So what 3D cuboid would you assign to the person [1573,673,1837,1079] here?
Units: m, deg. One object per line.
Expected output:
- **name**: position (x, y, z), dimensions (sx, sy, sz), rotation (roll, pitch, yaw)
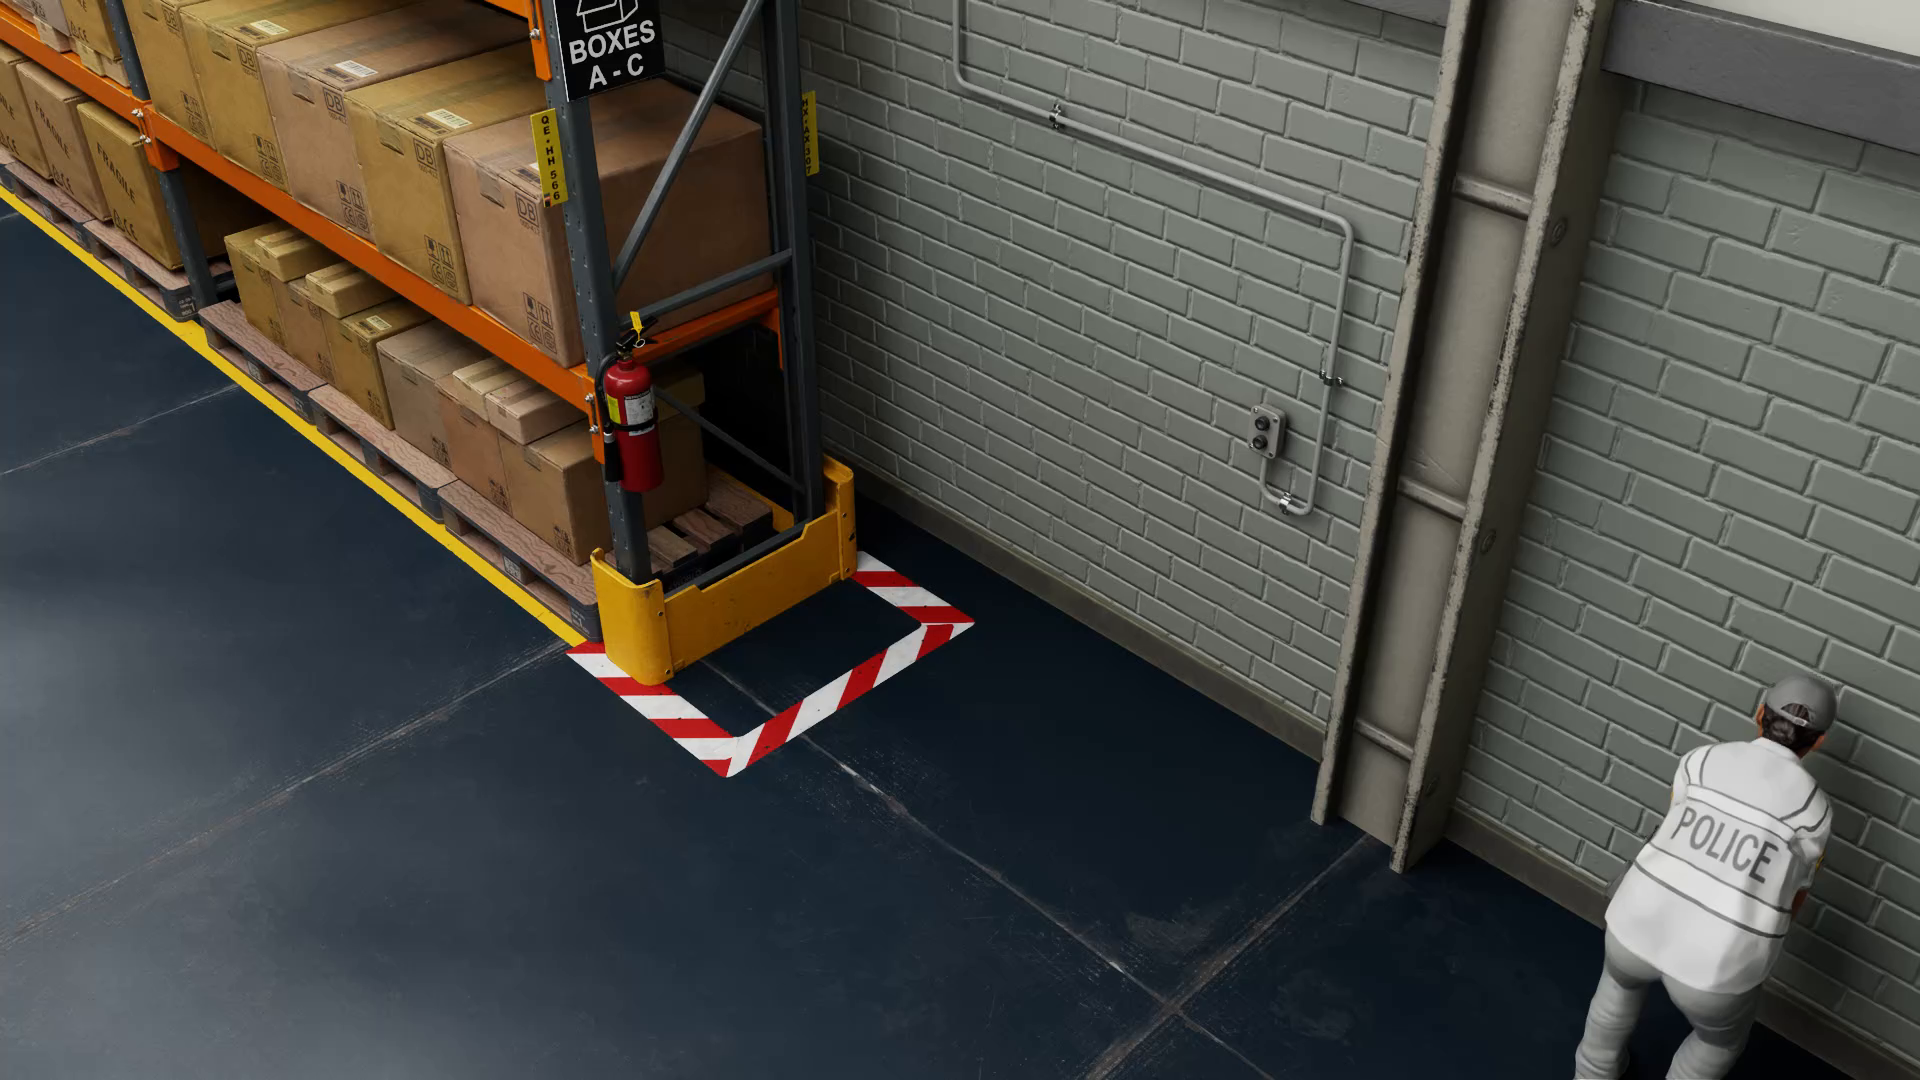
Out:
- **person**: position (2.140, 1.096, 4.772), dimensions (0.457, 1.494, 0.773), rotation (29, 45, 34)
